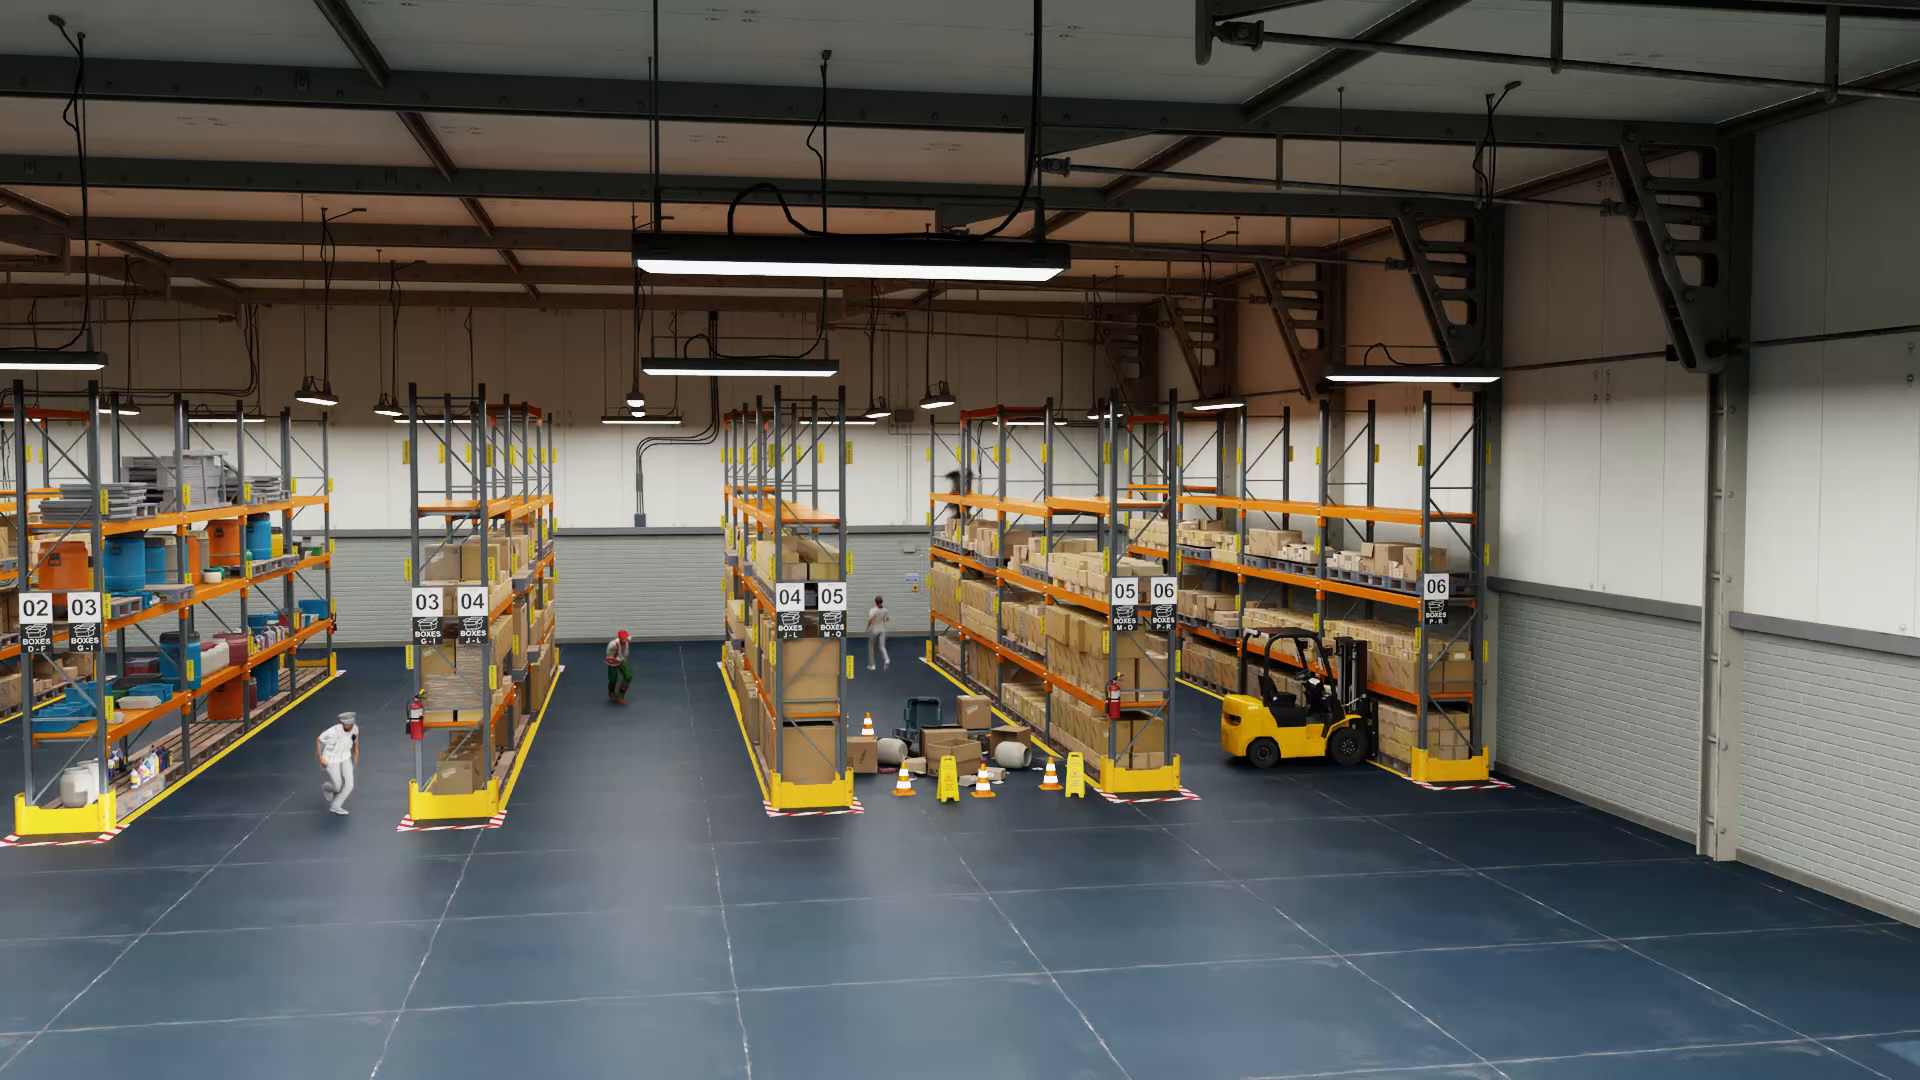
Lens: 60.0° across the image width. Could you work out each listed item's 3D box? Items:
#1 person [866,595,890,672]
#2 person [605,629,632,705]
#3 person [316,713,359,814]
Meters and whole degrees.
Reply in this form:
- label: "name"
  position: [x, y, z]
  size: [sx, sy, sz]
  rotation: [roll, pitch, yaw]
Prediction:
- label: "person"
  position: [-1.821, 2.046, 36.555]
  size: [0.582, 1.661, 0.845]
  rotation: [-2, 3, -29]
- label: "person"
  position: [-6.947, 2.541, 33.625]
  size: [0.663, 1.546, 1.175]
  rotation: [-2, 4, -35]
- label: "person"
  position: [-8.702, 3.107, 23.205]
  size: [0.897, 1.466, 0.585]
  rotation: [3, 4, 44]
